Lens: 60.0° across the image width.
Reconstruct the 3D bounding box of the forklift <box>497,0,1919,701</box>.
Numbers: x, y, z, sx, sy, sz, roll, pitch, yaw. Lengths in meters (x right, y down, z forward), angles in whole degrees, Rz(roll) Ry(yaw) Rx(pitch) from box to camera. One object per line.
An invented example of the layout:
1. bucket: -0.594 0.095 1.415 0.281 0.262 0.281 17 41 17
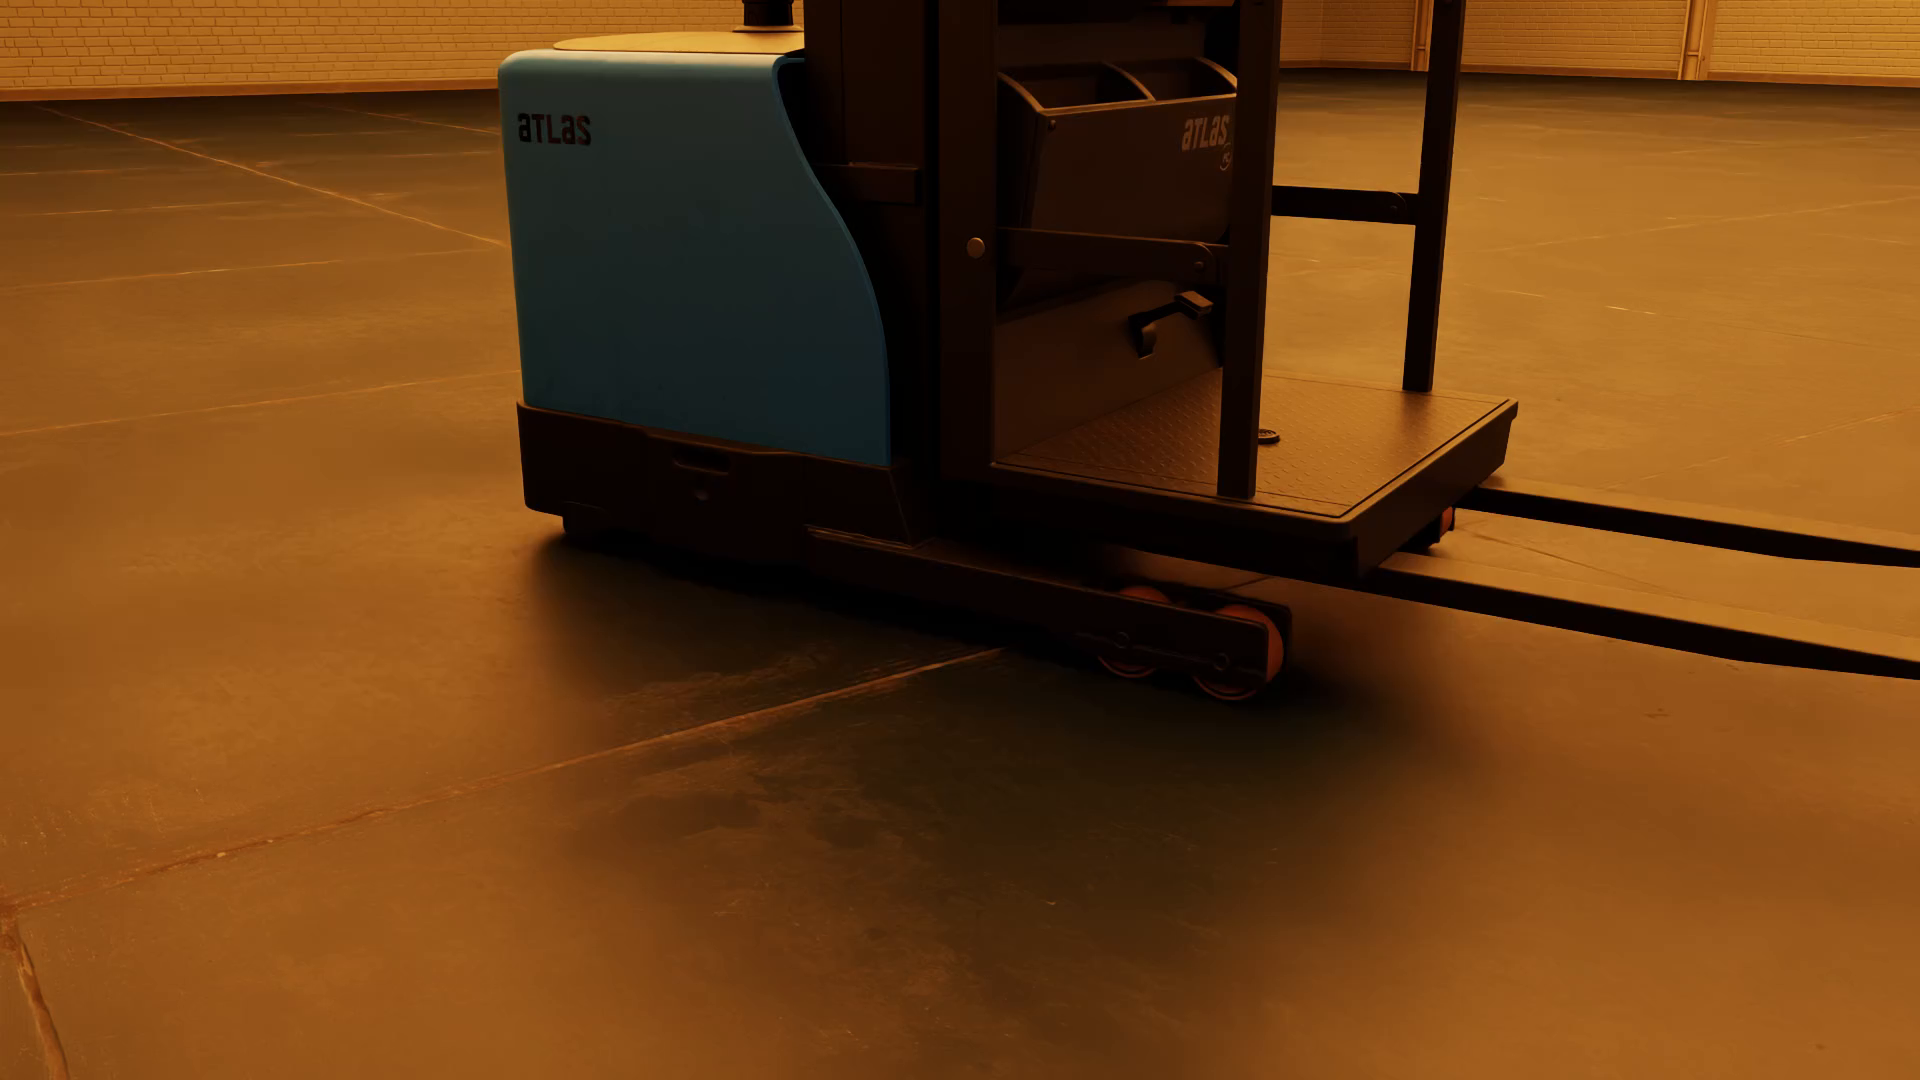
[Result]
1. forklift: 0.514 -1.298 3.049 3.031 2.935 1.130 11 21 31
